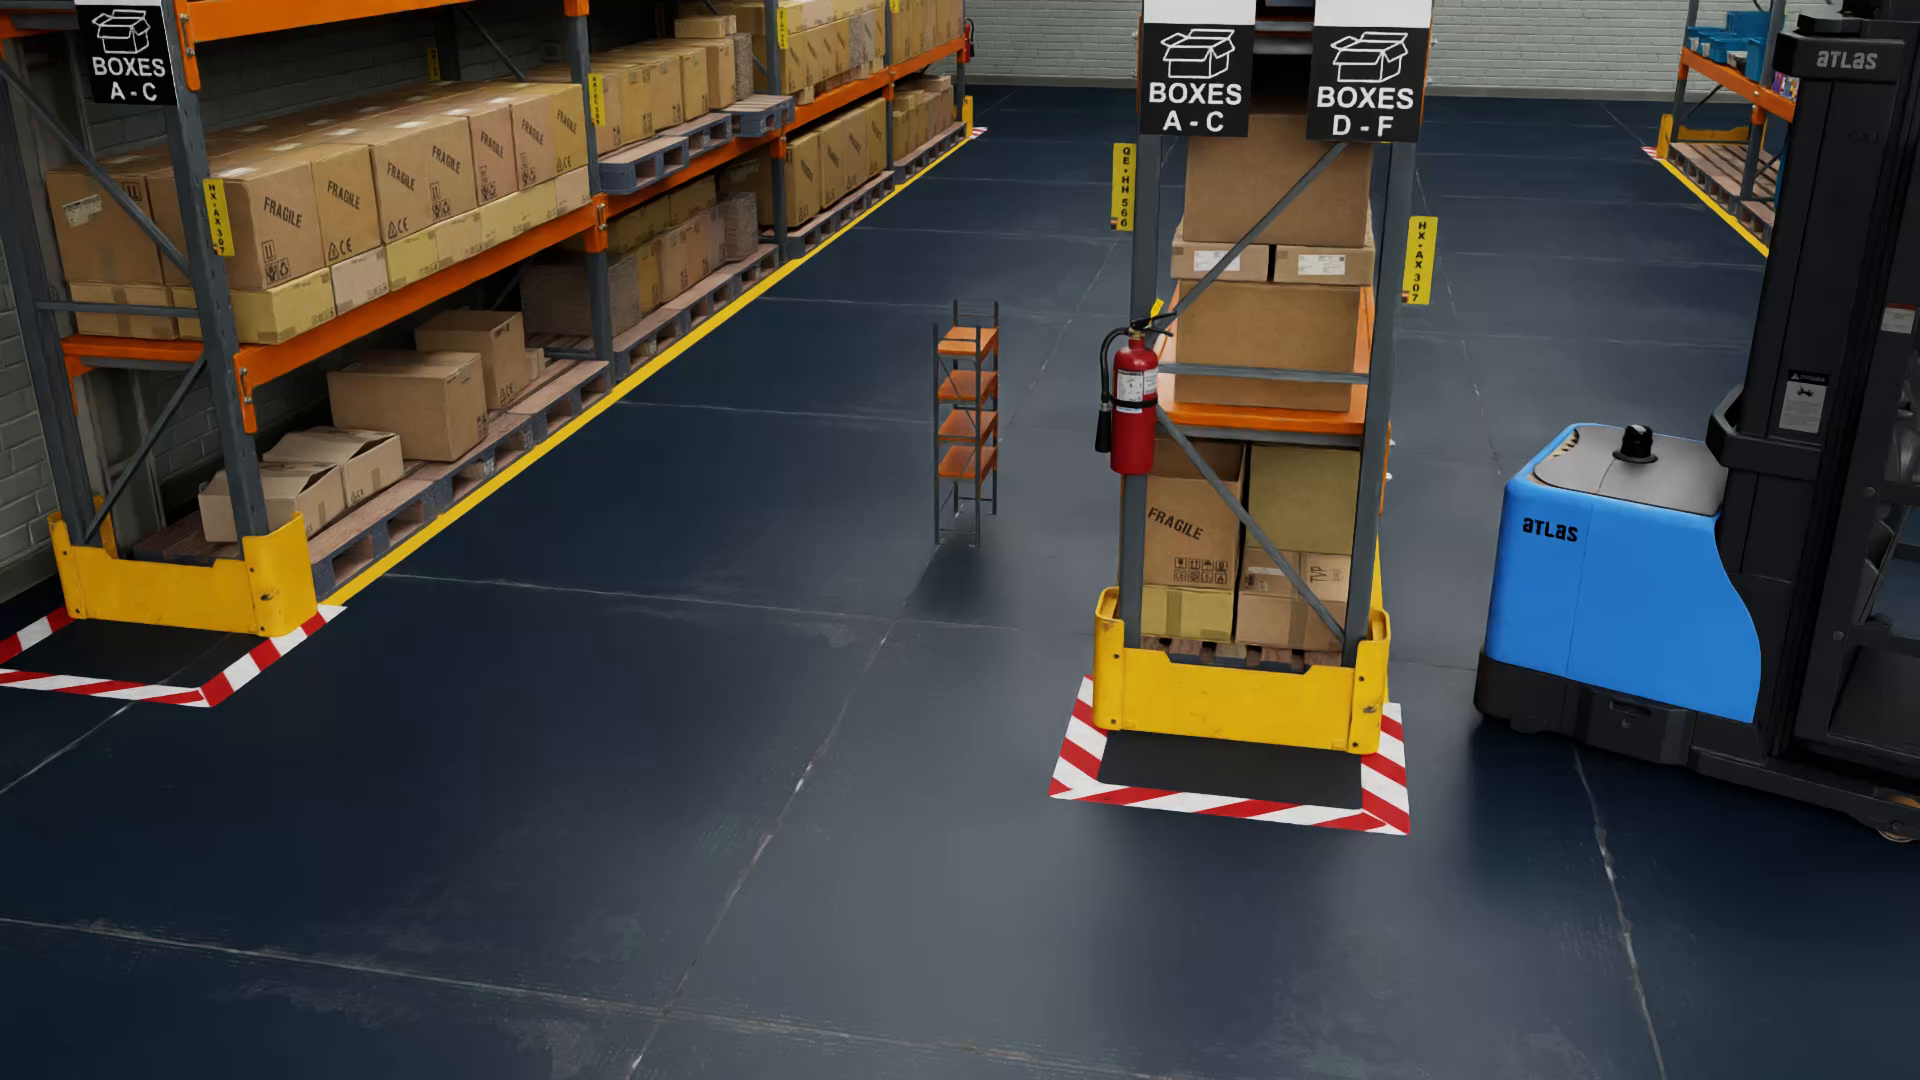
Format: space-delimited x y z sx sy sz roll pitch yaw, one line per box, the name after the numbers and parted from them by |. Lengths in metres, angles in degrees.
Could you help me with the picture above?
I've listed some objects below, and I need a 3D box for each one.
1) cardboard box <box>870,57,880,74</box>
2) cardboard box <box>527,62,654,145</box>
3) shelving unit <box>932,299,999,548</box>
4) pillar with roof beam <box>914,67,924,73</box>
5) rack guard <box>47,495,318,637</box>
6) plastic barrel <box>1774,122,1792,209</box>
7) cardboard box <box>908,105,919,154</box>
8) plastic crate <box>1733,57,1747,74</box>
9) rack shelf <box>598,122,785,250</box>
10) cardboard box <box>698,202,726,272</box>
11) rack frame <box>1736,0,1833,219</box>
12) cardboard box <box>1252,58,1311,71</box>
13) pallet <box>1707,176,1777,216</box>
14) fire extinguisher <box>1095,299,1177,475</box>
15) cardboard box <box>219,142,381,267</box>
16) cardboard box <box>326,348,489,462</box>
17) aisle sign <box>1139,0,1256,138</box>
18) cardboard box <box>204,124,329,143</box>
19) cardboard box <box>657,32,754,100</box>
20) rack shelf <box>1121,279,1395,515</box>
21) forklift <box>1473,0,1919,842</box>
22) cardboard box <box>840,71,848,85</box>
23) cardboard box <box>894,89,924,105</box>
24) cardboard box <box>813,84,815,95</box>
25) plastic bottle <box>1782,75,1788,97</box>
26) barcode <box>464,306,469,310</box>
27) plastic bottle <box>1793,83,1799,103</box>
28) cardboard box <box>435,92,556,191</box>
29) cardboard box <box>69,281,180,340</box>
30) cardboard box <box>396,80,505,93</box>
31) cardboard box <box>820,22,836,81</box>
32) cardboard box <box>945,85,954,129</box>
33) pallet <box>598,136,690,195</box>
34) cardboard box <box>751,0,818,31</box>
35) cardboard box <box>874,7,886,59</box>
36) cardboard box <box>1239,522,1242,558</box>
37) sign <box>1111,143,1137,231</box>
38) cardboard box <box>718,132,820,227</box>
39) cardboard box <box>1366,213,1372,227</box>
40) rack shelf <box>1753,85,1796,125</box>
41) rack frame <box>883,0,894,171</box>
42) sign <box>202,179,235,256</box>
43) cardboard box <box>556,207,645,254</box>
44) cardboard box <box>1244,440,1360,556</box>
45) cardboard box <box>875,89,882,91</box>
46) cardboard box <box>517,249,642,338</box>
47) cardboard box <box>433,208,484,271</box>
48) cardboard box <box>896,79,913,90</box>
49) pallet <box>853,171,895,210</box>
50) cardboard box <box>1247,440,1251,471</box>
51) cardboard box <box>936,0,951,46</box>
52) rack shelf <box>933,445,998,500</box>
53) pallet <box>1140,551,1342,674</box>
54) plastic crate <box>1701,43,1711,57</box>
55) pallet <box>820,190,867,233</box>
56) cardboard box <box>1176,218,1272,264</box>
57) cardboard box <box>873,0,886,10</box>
-1.069 -5.056 17.703 0.380 0.149 0.250 5 22 12 | cardboard box
-2.622 -3.115 11.850 0.700 0.500 0.500 7 23 16 | cardboard box
0.034 -0.617 8.780 0.258 1.200 0.503 4 22 11 | shelving unit
3.486 -10.374 22.566 9.100 9.000 0.400 4 22 11 | pillar with roof beam
-3.681 0.117 7.893 1.175 0.500 0.348 4 22 11 | rack guard
8.323 -3.672 16.202 0.600 0.901 0.708 4 22 11 | plastic barrel
-0.890 -4.888 19.758 0.700 0.500 0.500 4 22 10 | cardboard box
8.416 -4.978 17.486 0.437 0.125 0.590 4 22 11 | plastic crate
-2.473 -2.875 12.940 1.077 0.370 4.000 4 22 11 | rack shelf
-2.379 -2.538 13.897 0.700 0.500 0.500 4 22 11 | cardboard box
8.450 -4.648 16.379 1.000 3.000 0.127 4 22 11 | rack frame
1.578 -2.036 8.023 0.700 0.500 0.500 4 22 11 | cardboard box
8.562 -3.626 17.575 1.003 0.211 1.213 4 22 11 | pallet
0.674 -0.594 6.418 0.296 0.674 0.183 4 22 11 | fire extinguisher
-3.195 -1.634 8.065 0.500 0.500 0.500 5 22 11 | cardboard box
-3.153 -0.778 9.528 0.700 0.500 0.500 3 22 8 | cardboard box
0.852 -1.842 5.933 0.394 0.787 0.004 4 22 11 | aisle sign
-3.595 -1.863 8.635 0.500 0.500 0.500 4 22 9 | cardboard box
-2.151 -4.018 14.092 0.700 0.500 0.500 2 22 5 | cardboard box
1.561 -1.036 8.373 1.077 0.370 4.000 4 22 11 | rack shelf
3.656 -0.437 6.015 3.031 2.935 1.130 14 26 31 | forklift
-1.342 -4.689 16.791 0.380 0.149 0.250 4 22 9 | cardboard box
-0.641 -5.307 19.932 0.380 0.149 0.250 4 22 9 | cardboard box
-1.599 -4.315 15.862 0.380 0.149 0.250 5 22 12 | cardboard box
7.905 -4.359 15.833 0.097 0.271 0.097 0 22 0 | plastic bottle
-3.226 -1.491 10.869 0.001 0.075 0.075 4 22 11 | barcode
7.818 -4.170 15.459 0.097 0.201 0.097 0 22 0 | plastic bottle
-2.771 -2.385 9.931 0.500 0.500 0.500 4 22 11 | cardboard box
-3.791 -1.140 7.843 0.500 0.250 0.500 5 22 12 | cardboard box
-3.181 -2.609 10.486 0.500 0.500 0.500 4 22 10 | cardboard box
-1.497 -4.664 15.861 0.500 0.500 0.500 4 22 11 | cardboard box
-0.477 -5.638 21.620 0.700 0.500 0.500 4 22 11 | cardboard box
-2.582 -2.657 11.692 1.003 0.211 1.213 4 22 11 | pallet
-1.611 -4.825 15.255 0.500 0.250 0.500 4 22 10 | cardboard box
-1.096 -5.409 17.709 0.500 0.500 0.500 4 22 10 | cardboard box
1.064 0.040 7.857 0.500 0.250 0.500 4 22 11 | cardboard box
0.625 -1.332 6.278 0.100 0.325 0.005 4 22 11 | sign
-1.786 -3.397 15.588 0.750 0.750 0.750 4 22 10 | cardboard box
1.548 -1.300 7.065 0.380 0.149 0.250 5 22 11 | cardboard box
8.042 -3.583 14.697 1.077 0.370 4.000 4 22 11 | rack shelf
-1.248 -5.403 18.254 1.000 3.000 0.127 4 22 11 | rack frame
-3.166 -1.375 7.093 0.100 0.325 0.005 4 22 11 | sign
-2.660 -2.301 12.306 0.500 0.250 0.500 4 22 10 | cardboard box
1.581 -0.267 7.617 0.500 0.500 0.500 4 22 11 | cardboard box
-1.008 -5.349 20.035 0.380 0.149 0.250 5 22 11 | cardboard box
-2.747 -1.792 12.046 0.700 0.500 0.500 5 23 13 | cardboard box
-2.979 -1.670 9.159 0.500 0.250 0.500 5 22 11 | cardboard box
-0.801 -5.723 20.963 0.380 0.149 0.250 5 22 11 | cardboard box
-1.332 -3.822 18.060 1.003 0.211 1.213 4 22 11 | pallet
1.264 -0.674 8.626 0.500 0.500 0.500 4 22 11 | cardboard box
-0.664 -6.551 20.703 0.980 0.700 0.700 4 22 10 | cardboard box
0.034 -0.371 8.879 0.258 0.148 0.480 4 22 11 | rack shelf
1.268 0.372 7.646 1.003 0.211 1.213 4 22 11 | pallet
8.609 -5.592 18.996 0.250 0.136 0.298 4 22 11 | plastic crate
-1.579 -3.374 16.949 1.003 0.211 1.213 4 22 11 | pallet
1.097 -1.235 6.904 0.380 0.149 0.250 5 22 12 | cardboard box
-1.093 -5.754 17.563 0.500 0.250 0.500 5 22 12 | cardboard box
